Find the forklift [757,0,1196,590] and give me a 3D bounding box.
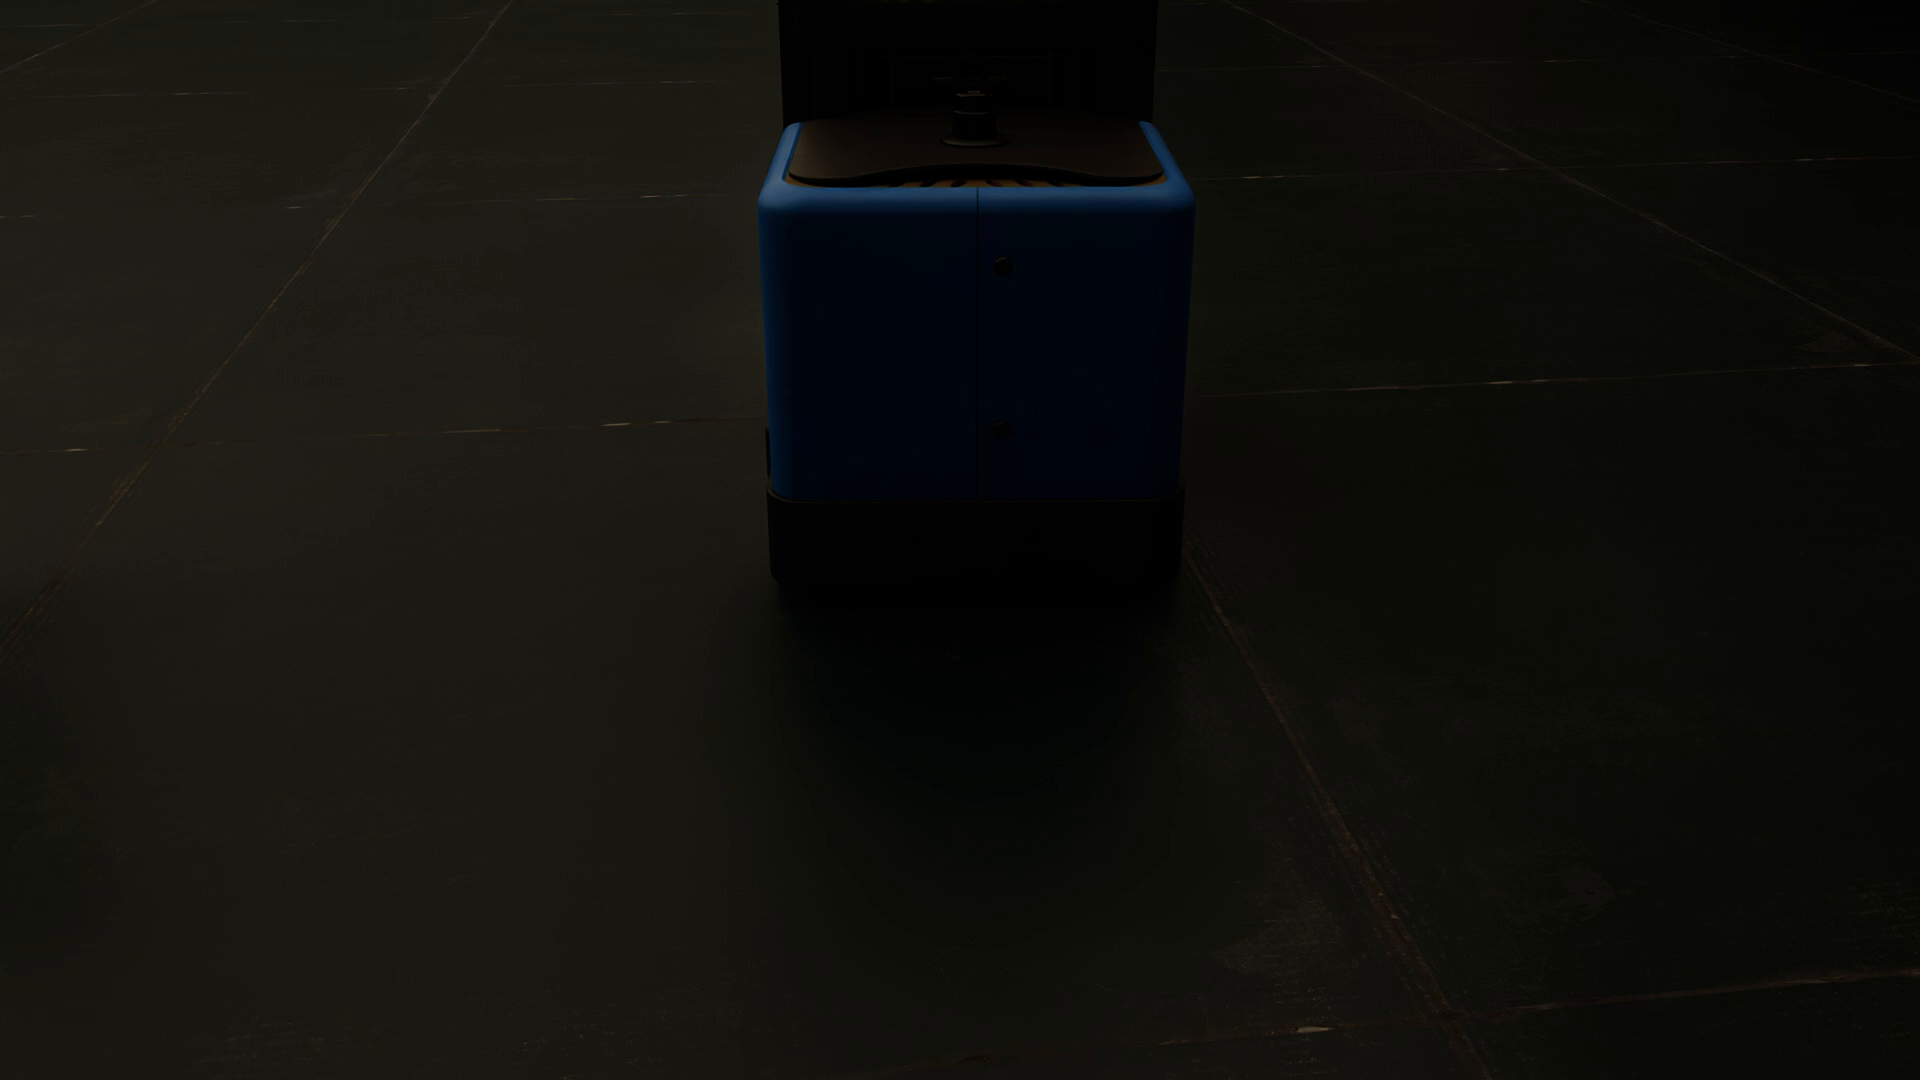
[{"bbox_3d":[0.019,-1.790,4.944,1.130,2.935,3.031,0,26,-1],"label":"forklift"}]
